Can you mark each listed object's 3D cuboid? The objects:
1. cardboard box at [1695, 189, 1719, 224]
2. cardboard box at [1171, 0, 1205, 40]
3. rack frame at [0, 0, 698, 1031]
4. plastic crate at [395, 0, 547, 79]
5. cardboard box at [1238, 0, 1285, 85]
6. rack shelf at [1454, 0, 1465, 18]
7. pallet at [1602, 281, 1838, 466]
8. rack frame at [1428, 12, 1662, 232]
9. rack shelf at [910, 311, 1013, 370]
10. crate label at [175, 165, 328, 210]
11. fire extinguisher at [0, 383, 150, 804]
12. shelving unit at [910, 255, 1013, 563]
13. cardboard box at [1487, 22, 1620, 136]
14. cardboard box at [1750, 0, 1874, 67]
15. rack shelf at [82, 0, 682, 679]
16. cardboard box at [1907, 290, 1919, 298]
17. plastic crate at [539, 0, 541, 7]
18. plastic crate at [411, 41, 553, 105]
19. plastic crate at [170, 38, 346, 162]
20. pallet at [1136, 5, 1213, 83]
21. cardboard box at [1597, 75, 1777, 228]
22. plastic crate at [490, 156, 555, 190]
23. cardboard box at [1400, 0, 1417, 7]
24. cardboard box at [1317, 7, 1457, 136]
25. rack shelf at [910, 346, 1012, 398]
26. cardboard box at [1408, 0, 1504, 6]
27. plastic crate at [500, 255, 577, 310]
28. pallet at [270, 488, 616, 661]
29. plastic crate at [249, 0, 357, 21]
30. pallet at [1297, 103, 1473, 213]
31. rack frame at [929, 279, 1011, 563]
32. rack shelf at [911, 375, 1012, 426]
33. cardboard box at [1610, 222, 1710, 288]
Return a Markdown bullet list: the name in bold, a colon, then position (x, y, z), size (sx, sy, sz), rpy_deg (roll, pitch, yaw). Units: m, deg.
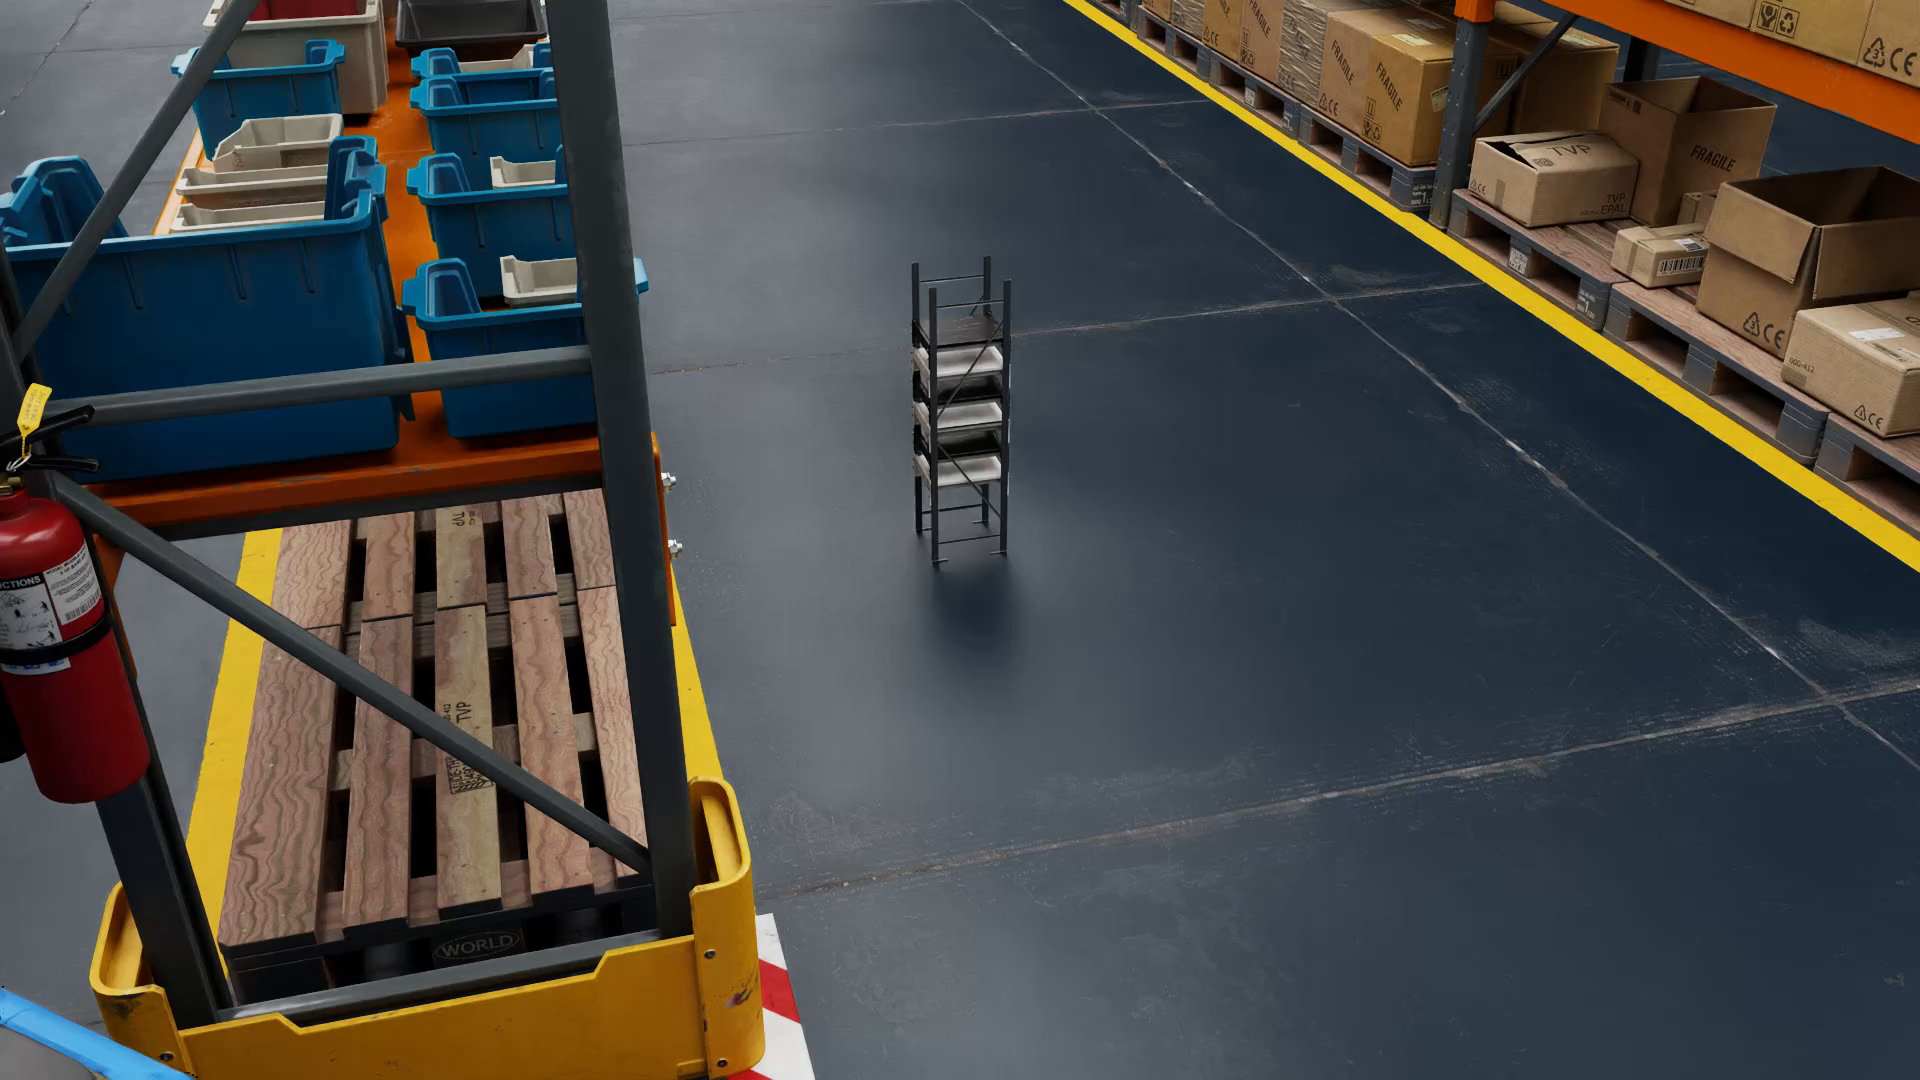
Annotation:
- **cardboard box**: position (3.324, -1.254, 6.667), size (0.500, 0.311, 0.500), rpy_deg (-8, 31, -13)
- **cardboard box**: position (1.628, -3.357, 10.112), size (0.500, 0.500, 0.500), rpy_deg (-9, 31, -15)
- **rack frame**: position (-1.015, -0.238, 2.667), size (1.000, 3.000, 0.127), rpy_deg (-8, 31, -13)
- **plastic crate**: position (-1.521, -1.572, 5.186), size (0.437, 0.125, 0.590), rpy_deg (-8, 31, -13)
- **cardboard box**: position (1.900, -2.863, 9.258), size (0.500, 0.500, 0.500), rpy_deg (-9, 31, -15)
- **rack shelf**: position (2.169, -3.481, 8.989), size (1.077, 0.370, 4.000), rpy_deg (-8, 31, -13)
- **pallet**: position (3.209, -0.698, 6.245), size (1.003, 0.211, 1.213), rpy_deg (-8, 31, -13)
- **rack frame**: position (2.700, -2.827, 7.140), size (1.000, 3.000, 0.127), rpy_deg (-8, 31, -13)
- **rack shelf**: position (0.002, -0.590, 4.899), size (0.258, 0.077, 0.200), rpy_deg (-8, 31, -13)
- **crate label**: position (-1.566, -0.793, 3.829), size (0.396, 0.136, 0.243), rpy_deg (-8, 31, -13)
- **fire extinguisher**: position (-1.413, 0.090, 2.550), size (0.296, 0.674, 0.183), rpy_deg (-8, 31, -13)
- **shelving unit**: position (0.002, -0.386, 5.018), size (0.258, 0.900, 0.210), rpy_deg (-8, 31, -13)
- **cardboard box**: position (2.807, -2.201, 8.115), size (0.500, 0.500, 0.500), rpy_deg (-9, 31, -16)
- **cardboard box**: position (2.979, -1.854, 5.358), size (0.500, 0.500, 0.500), rpy_deg (-8, 31, -14)
- **rack shelf**: position (-1.546, -0.893, 4.516), size (1.077, 0.370, 4.000), rpy_deg (-8, 31, -13)
- **cardboard box**: position (3.625, -0.679, 5.734), size (0.500, 0.250, 0.500), rpy_deg (-8, 31, -13)
- **plastic crate**: position (-1.624, -2.009, 5.683), size (0.392, 0.384, 0.575), rpy_deg (-8, 31, -13)
- **plastic crate**: position (-1.192, -1.136, 4.325), size (0.416, 0.233, 0.300), rpy_deg (-8, 31, -13)
- **plastic crate**: position (-1.807, -1.149, 4.349), size (0.416, 0.233, 0.300), rpy_deg (-8, 31, -13)
- **pallet**: position (1.800, -3.186, 10.544), size (1.003, 0.211, 1.213), rpy_deg (-8, 31, -13)
- **cardboard box**: position (3.125, -1.698, 7.245), size (0.500, 0.500, 0.500), rpy_deg (-8, 31, -13)
- **plastic crate**: position (-0.948, -0.807, 3.852), size (0.250, 0.136, 0.298), rpy_deg (-8, 31, -13)
- **cardboard box**: position (2.529, -2.700, 8.976), size (0.500, 0.500, 0.500), rpy_deg (-7, 31, -13)
- **cardboard box**: position (2.170, -2.376, 8.416), size (0.500, 0.500, 0.500), rpy_deg (-8, 31, -13)
- **rack shelf**: position (0.002, -0.512, 4.944), size (0.258, 0.077, 0.200), rpy_deg (-8, 31, -13)
- **cardboard box**: position (2.541, -3.009, 8.762), size (0.500, 0.250, 0.500), rpy_deg (-8, 31, -13)
- **plastic crate**: position (-0.768, -0.479, 3.286), size (0.250, 0.136, 0.298), rpy_deg (-8, 31, -13)
- **pallet**: position (-1.517, -0.023, 5.079), size (1.003, 0.211, 1.213), rpy_deg (-8, 31, -13)
- **plastic crate**: position (-2.081, -1.759, 5.171), size (0.402, 0.464, 0.583), rpy_deg (-8, 31, -13)
- **pallet**: position (2.448, -2.008, 8.508), size (1.003, 0.211, 1.213), rpy_deg (-8, 31, -13)
- **rack frame**: position (0.029, -0.336, 4.933), size (0.240, 0.900, 0.006), rpy_deg (-8, 31, -13)
- **rack shelf**: position (0.002, -0.435, 4.989), size (0.258, 0.077, 0.200), rpy_deg (-8, 31, -13)
- **cardboard box**: position (2.842, -1.143, 6.620), size (0.380, 0.166, 0.250), rpy_deg (-8, 31, -13)
